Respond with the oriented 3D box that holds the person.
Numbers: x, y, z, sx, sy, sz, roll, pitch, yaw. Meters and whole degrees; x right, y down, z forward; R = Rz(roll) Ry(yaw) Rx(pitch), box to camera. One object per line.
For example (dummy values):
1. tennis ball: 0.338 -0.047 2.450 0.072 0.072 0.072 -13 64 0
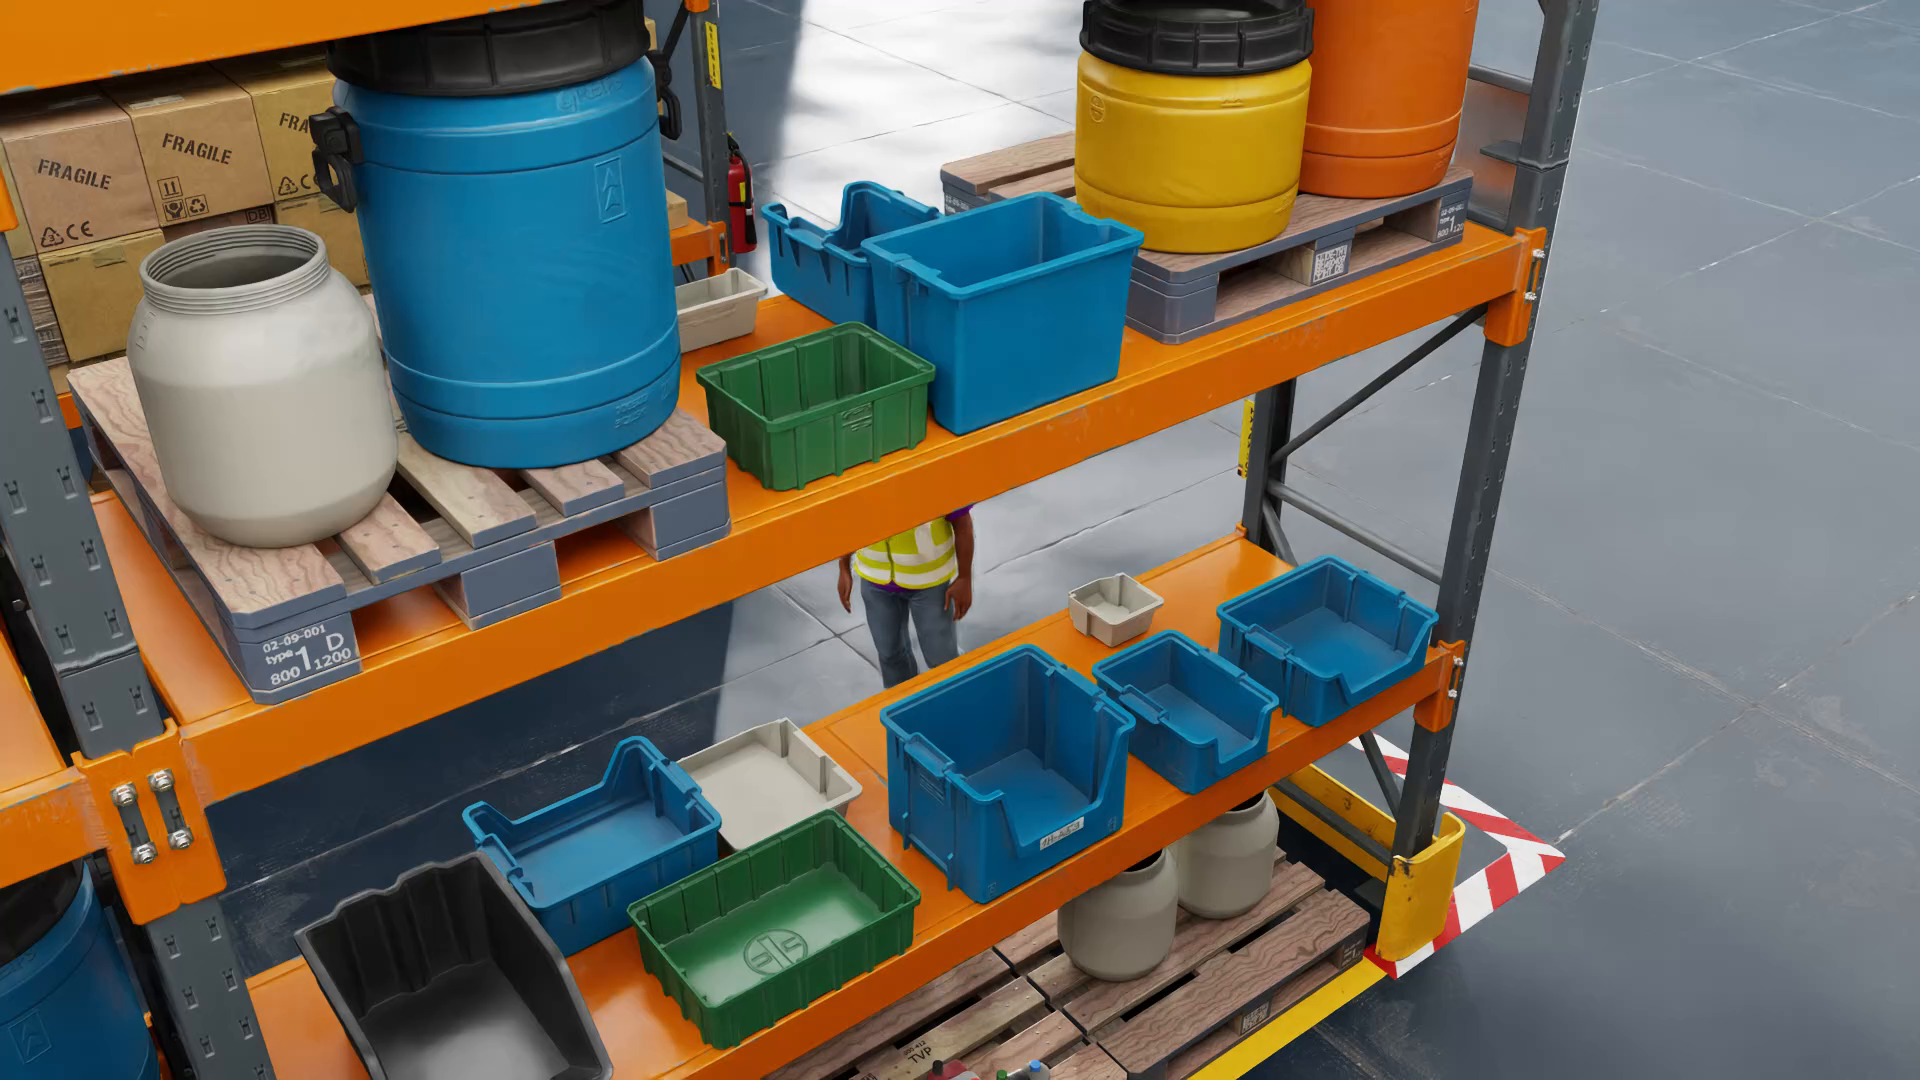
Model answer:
1. person: -0.208 0.104 6.929 0.610 1.765 0.554 10 33 15
